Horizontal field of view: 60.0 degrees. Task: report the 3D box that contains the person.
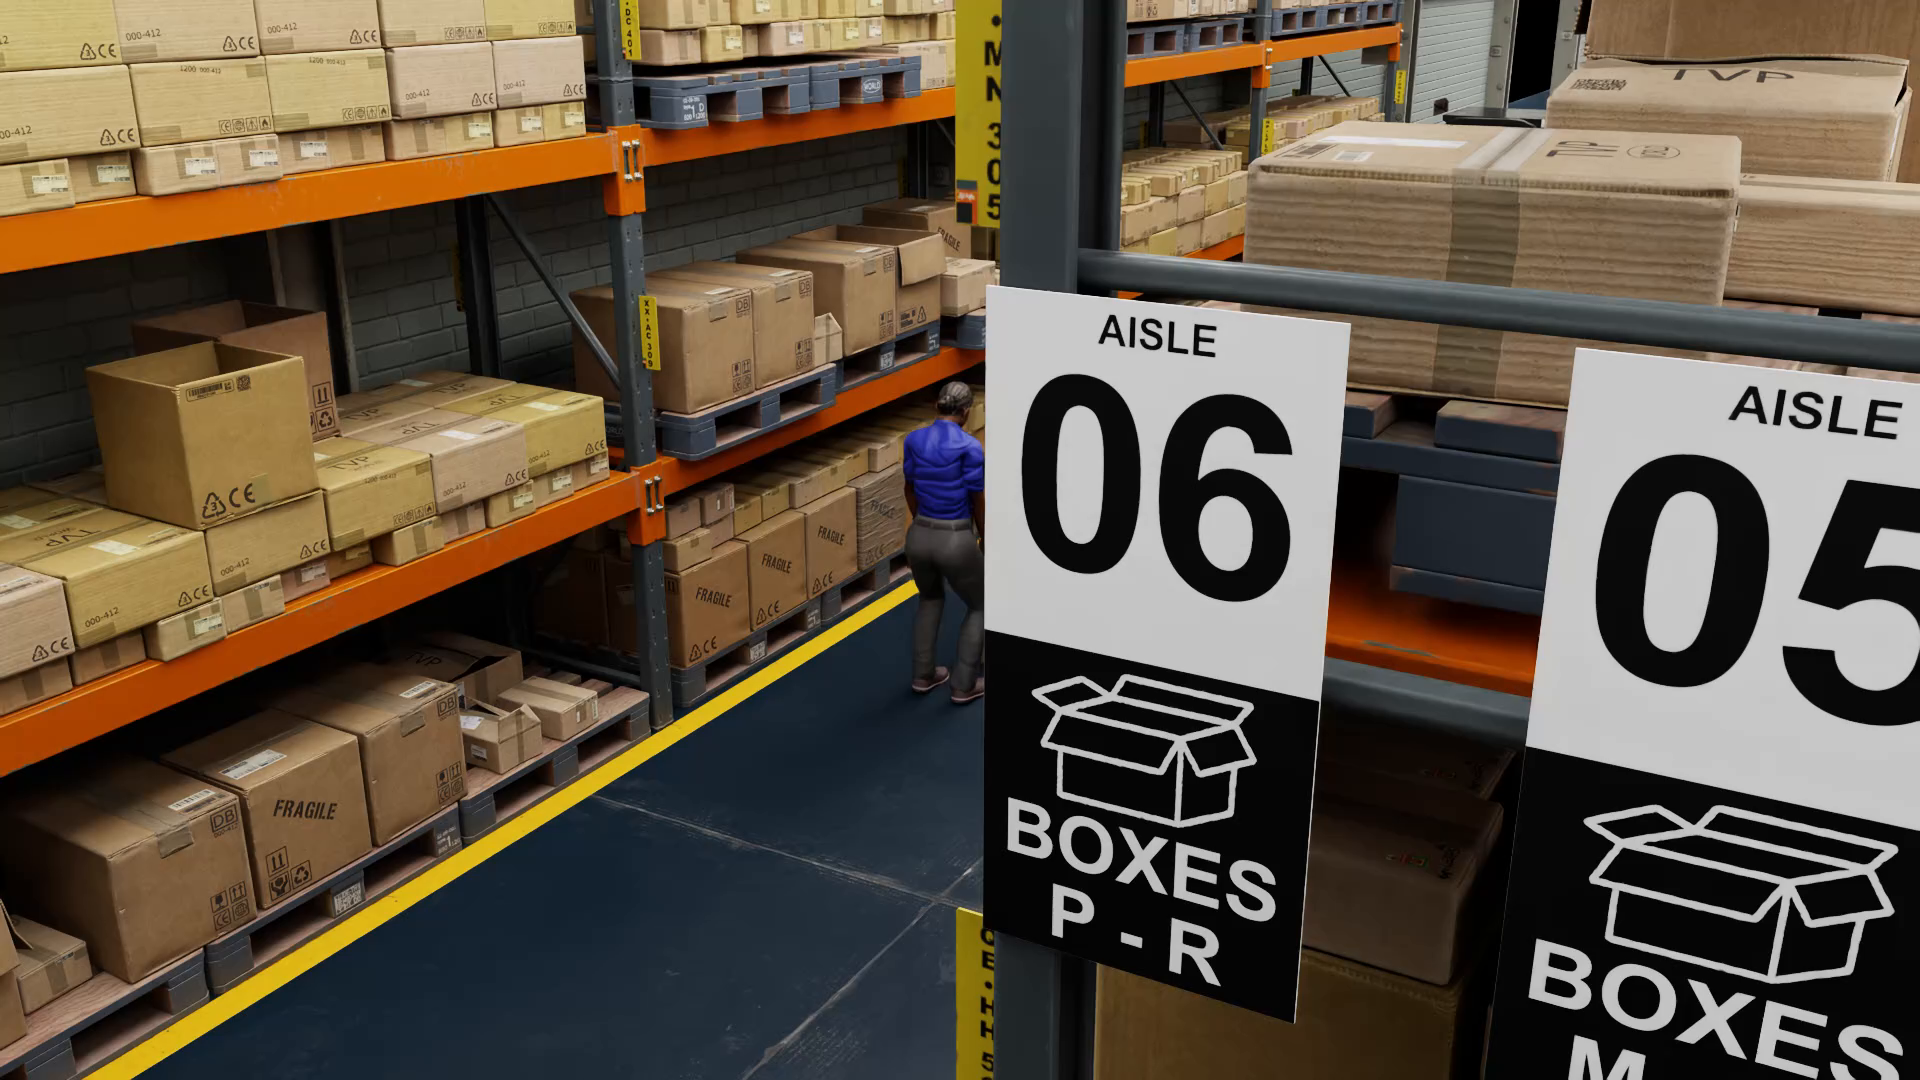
[{"bbox_3d":[-0.079,0.019,8.170,0.469,1.575,0.430,11,22,29],"label":"person"}]
